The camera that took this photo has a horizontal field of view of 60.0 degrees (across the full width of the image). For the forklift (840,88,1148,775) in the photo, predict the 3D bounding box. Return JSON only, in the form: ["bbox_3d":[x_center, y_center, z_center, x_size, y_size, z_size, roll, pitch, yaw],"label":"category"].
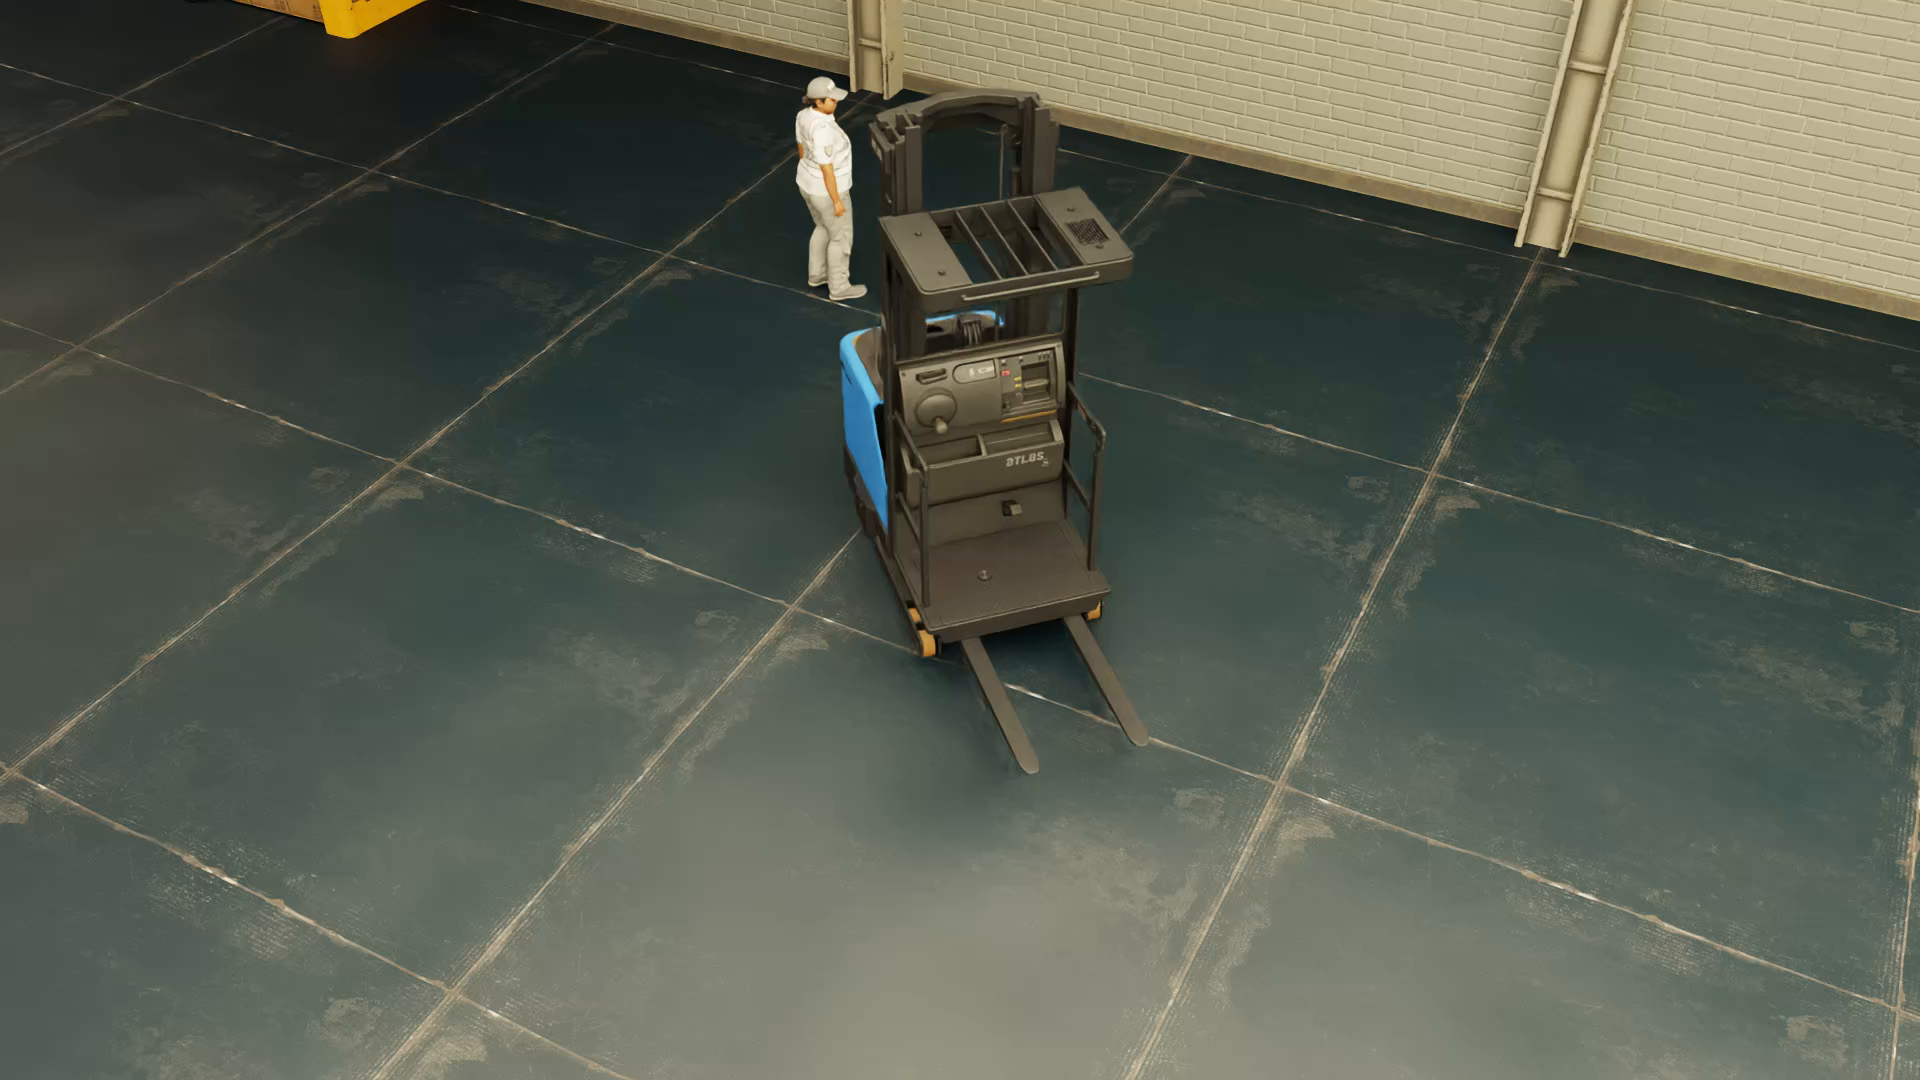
[{"bbox_3d":[0.195,-0.748,8.874,1.130,2.935,3.031,-12,42,-14],"label":"forklift"}]

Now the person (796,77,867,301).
[{"bbox_3d":[-0.951,-2.534,11.983,0.408,1.666,0.563,-19,44,-21],"label":"person"}]
